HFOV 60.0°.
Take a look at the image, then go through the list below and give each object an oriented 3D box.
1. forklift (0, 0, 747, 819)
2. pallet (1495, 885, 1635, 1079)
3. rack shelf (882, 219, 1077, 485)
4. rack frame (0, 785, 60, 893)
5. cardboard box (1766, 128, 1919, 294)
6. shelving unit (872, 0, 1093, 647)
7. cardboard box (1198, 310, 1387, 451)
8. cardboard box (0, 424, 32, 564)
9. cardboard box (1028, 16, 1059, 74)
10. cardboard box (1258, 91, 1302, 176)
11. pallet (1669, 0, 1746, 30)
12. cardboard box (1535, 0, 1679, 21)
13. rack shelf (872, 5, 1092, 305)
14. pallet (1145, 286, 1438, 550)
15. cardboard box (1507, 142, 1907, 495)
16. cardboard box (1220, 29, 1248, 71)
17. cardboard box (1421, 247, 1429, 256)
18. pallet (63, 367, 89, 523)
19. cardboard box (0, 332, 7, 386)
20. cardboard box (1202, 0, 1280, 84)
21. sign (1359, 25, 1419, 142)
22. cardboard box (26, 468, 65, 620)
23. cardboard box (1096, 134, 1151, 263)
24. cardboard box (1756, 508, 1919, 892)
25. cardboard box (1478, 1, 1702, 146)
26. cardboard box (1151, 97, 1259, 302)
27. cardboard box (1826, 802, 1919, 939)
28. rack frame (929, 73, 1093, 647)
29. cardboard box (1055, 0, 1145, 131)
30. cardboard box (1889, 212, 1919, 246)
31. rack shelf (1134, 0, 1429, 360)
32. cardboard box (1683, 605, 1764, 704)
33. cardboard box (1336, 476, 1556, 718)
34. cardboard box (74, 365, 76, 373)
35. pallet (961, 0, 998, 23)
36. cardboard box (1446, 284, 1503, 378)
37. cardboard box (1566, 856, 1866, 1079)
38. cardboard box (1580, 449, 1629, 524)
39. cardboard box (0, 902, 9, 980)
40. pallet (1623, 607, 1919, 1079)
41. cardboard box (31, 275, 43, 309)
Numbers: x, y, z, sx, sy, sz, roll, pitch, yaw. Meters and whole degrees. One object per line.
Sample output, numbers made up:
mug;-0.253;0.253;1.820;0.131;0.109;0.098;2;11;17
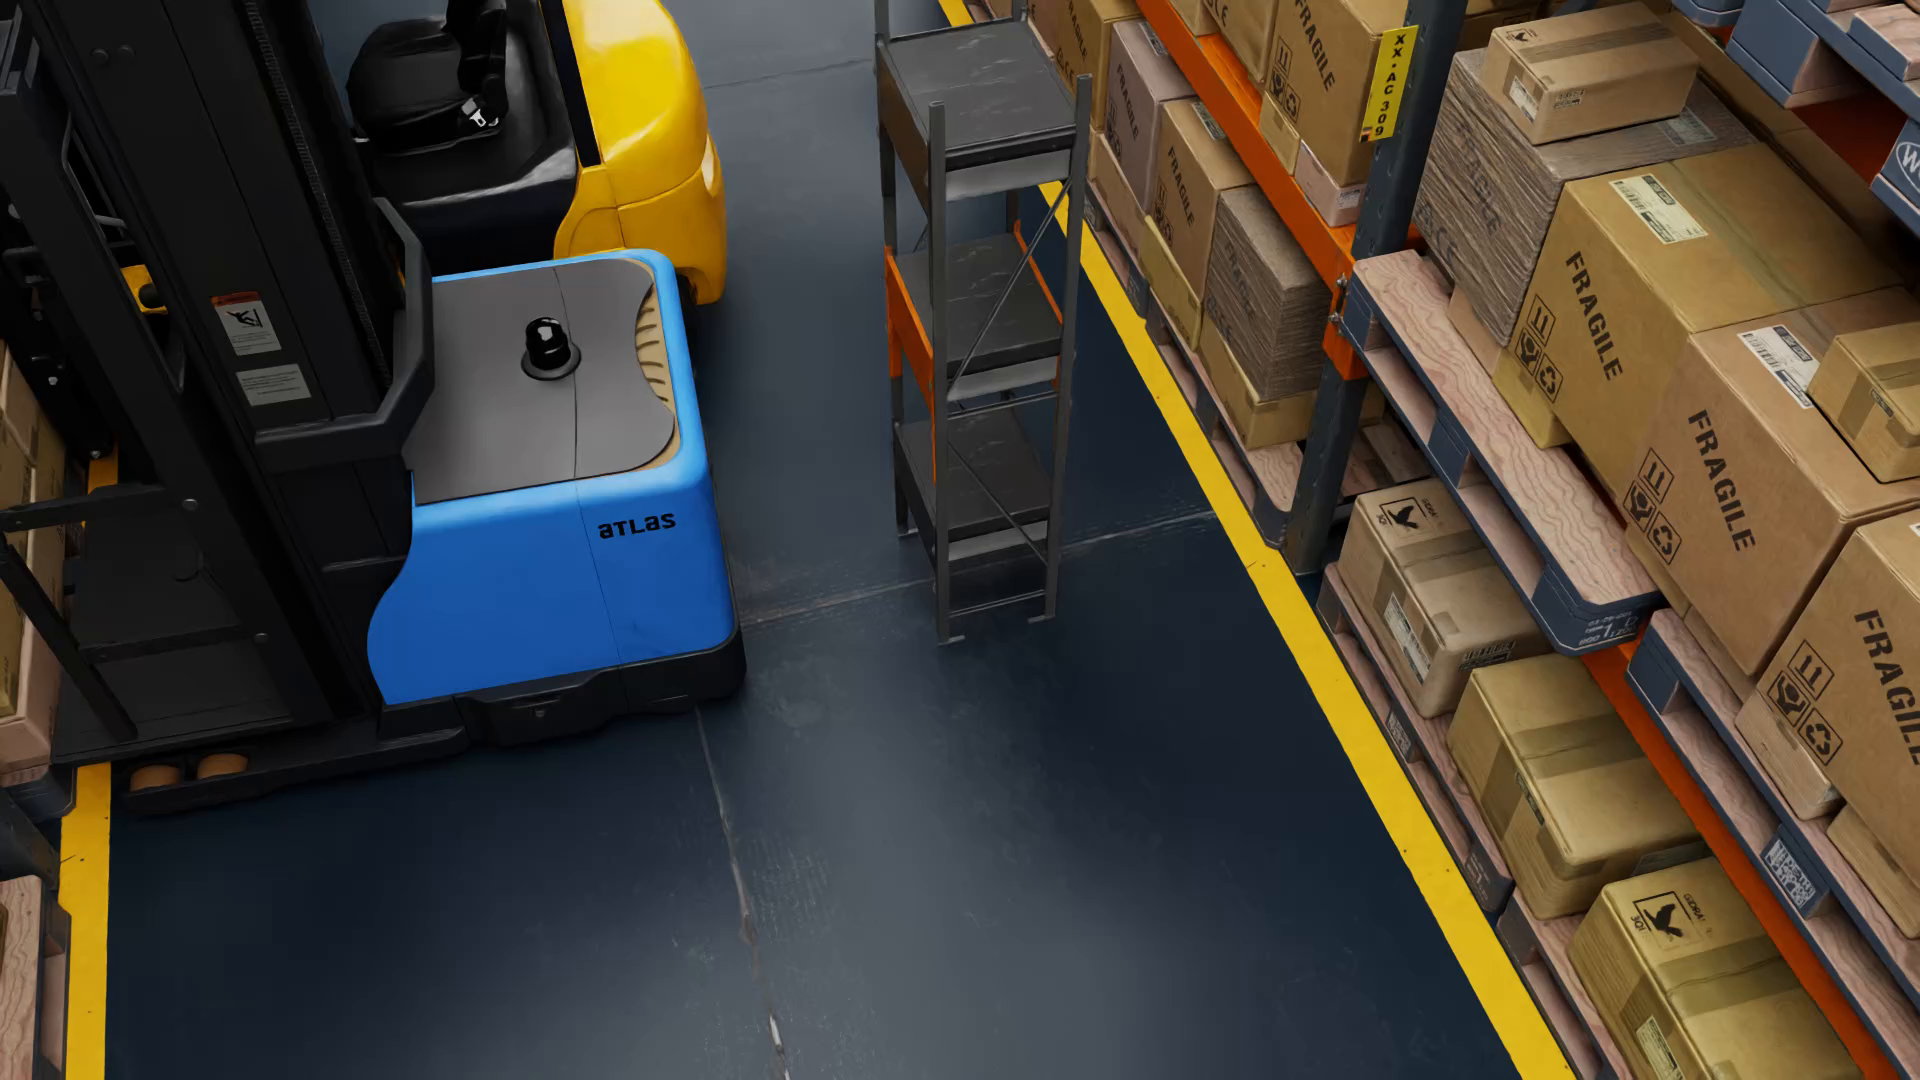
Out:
forklift;-2.253;-0.558;4.304;3.031;2.935;1.130;-10;51;-8
pallet;2.194;1.365;4.461;1.003;0.211;1.213;-13;51;-11
rack shelf;0.049;-0.547;4.856;0.431;0.518;0.480;-13;51;-11
rack frame;-3.143;0.130;3.678;1.000;3.000;0.127;-13;51;-11
cardboard box;2.101;-0.611;3.769;0.500;0.500;0.500;-13;51;-11
shelving unit;0.049;-0.556;4.845;0.431;2.100;0.503;-13;51;-11
cardboard box;1.166;-0.615;5.830;0.500;0.250;0.500;-11;51;-9
cardboard box;-3.142;-0.071;5.044;0.500;0.250;0.500;-14;51;-11
cardboard box;0.533;-2.139;7.115;0.500;0.250;0.500;-12;51;-10
cardboard box;1.131;-1.260;5.015;0.380;0.149;0.250;-12;51;-10
pallet;1.678;-1.426;3.151;1.213;0.211;1.003;-13;51;-11
cardboard box;1.734;-1.507;4.799;0.500;0.500;0.500;-13;51;-11
rack shelf;0.049;-0.998;4.321;0.431;0.518;0.480;-13;51;-11
pallet;1.365;-0.579;6.100;1.003;0.211;1.213;-13;51;-11
cardboard box;1.611;-0.485;3.663;0.500;0.500;0.500;-13;51;-11
cardboard box;1.068;-1.653;5.346;0.380;0.149;0.250;-14;51;-11
cardboard box;1.681;-0.978;5.645;0.500;0.500;0.500;-11;51;-9
pallet;-3.703;-0.454;5.995;1.003;0.211;1.213;-13;51;-11
cardboard box;-3.286;-0.602;5.165;0.500;0.250;0.500;-12;51;-10
cardboard box;1.070;-1.766;5.017;0.500;0.500;0.500;-12;51;-10
sign;1.081;-1.146;4.188;0.100;0.325;0.005;-13;51;-11
cardboard box;-3.135;0.086;5.240;0.500;0.250;0.500;-14;51;-12
cardboard box;0.853;-1.374;6.470;0.500;0.250;0.500;-13;51;-10
cardboard box;1.906;0.252;3.041;0.500;0.500;0.500;-15;52;-12
cardboard box;1.399;-1.044;3.709;0.380;0.149;0.250;-14;51;-11
cardboard box;1.014;-1.228;5.857;0.500;0.500;0.500;-12;51;-10
cardboard box;1.925;0.572;3.195;0.380;0.149;0.250;-15;51;-12
rack frame;0.121;-0.378;4.695;0.400;2.100;0.015;-13;51;-11
cardboard box;0.696;-1.989;6.498;0.500;0.500;0.500;-12;51;-10
cardboard box;2.166;-0.681;3.403;0.380;0.149;0.250;-15;51;-12
rack shelf;1.006;-2.224;6.133;1.077;0.370;4.000;-13;51;-11
cardboard box;1.789;0.178;3.527;0.380;0.149;0.250;-13;51;-11
cardboard box;1.755;0.099;5.148;0.950;0.372;0.625;-13;51;-11
cardboard box;-3.433;-0.662;5.870;0.500;0.250;0.500;-12;51;-10
pallet;0.643;-2.361;7.602;1.003;0.211;1.213;-13;51;-11
cardboard box;1.459;-0.574;4.162;0.380;0.149;0.250;-13;51;-10
cardboard box;2.178;1.131;4.279;0.950;0.372;0.625;-12;51;-10
cardboard box;1.681;-0.200;3.846;0.380;0.149;0.250;-10;51;-9
cardboard box;-2.978;1.139;4.107;0.875;0.625;0.625;-11;51;-9
pallet;2.156;0.552;3.448;1.003;0.211;1.213;-13;51;-11
cardboard box;-3.428;-0.809;5.667;0.500;0.250;0.500;-13;51;-11
